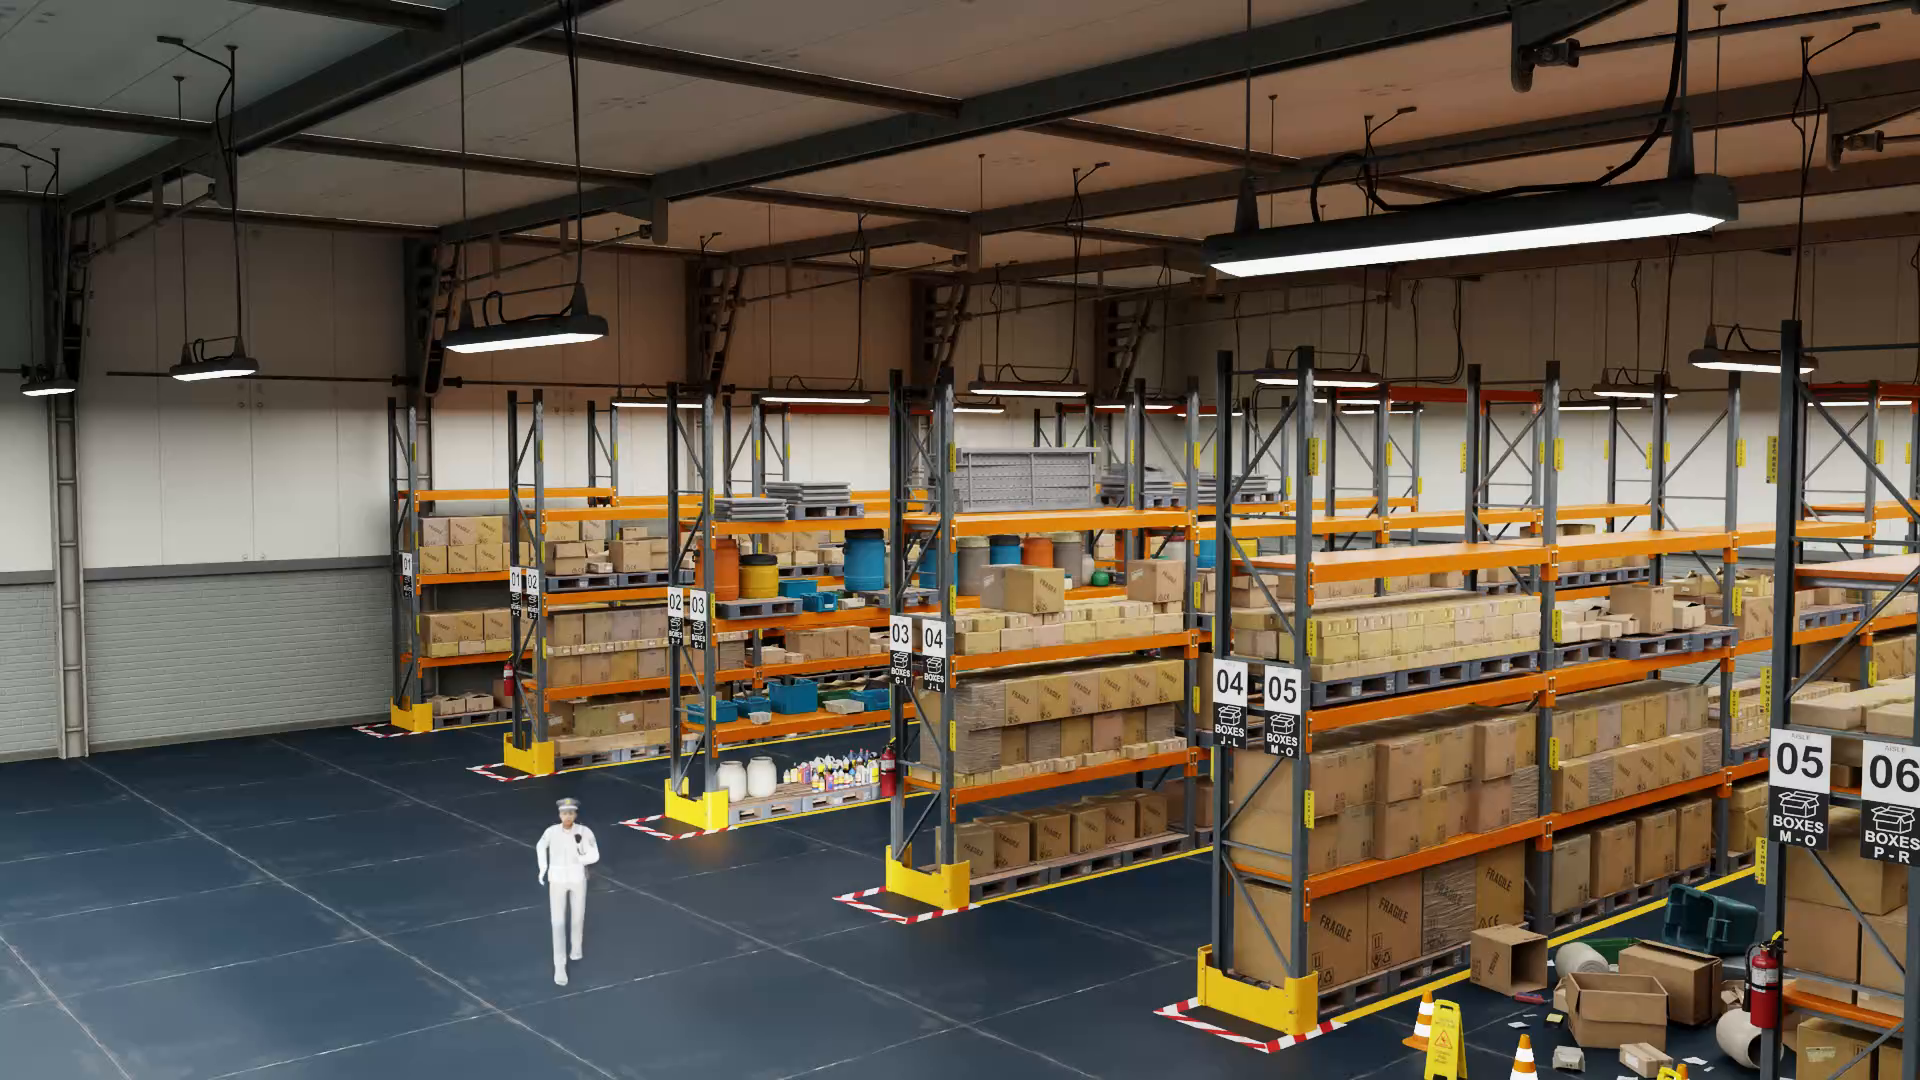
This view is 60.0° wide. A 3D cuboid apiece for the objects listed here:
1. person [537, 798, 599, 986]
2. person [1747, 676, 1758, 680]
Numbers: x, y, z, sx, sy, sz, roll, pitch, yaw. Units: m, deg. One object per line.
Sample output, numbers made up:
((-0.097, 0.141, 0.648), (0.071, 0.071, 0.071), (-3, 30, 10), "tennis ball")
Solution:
((-3.815, 3.355, 16.204), (0.593, 1.725, 0.857), (-1, 3, -13), "person")
((12.183, 2.929, 25.369), (0.642, 1.566, 0.587), (-2, 4, -29), "person")
